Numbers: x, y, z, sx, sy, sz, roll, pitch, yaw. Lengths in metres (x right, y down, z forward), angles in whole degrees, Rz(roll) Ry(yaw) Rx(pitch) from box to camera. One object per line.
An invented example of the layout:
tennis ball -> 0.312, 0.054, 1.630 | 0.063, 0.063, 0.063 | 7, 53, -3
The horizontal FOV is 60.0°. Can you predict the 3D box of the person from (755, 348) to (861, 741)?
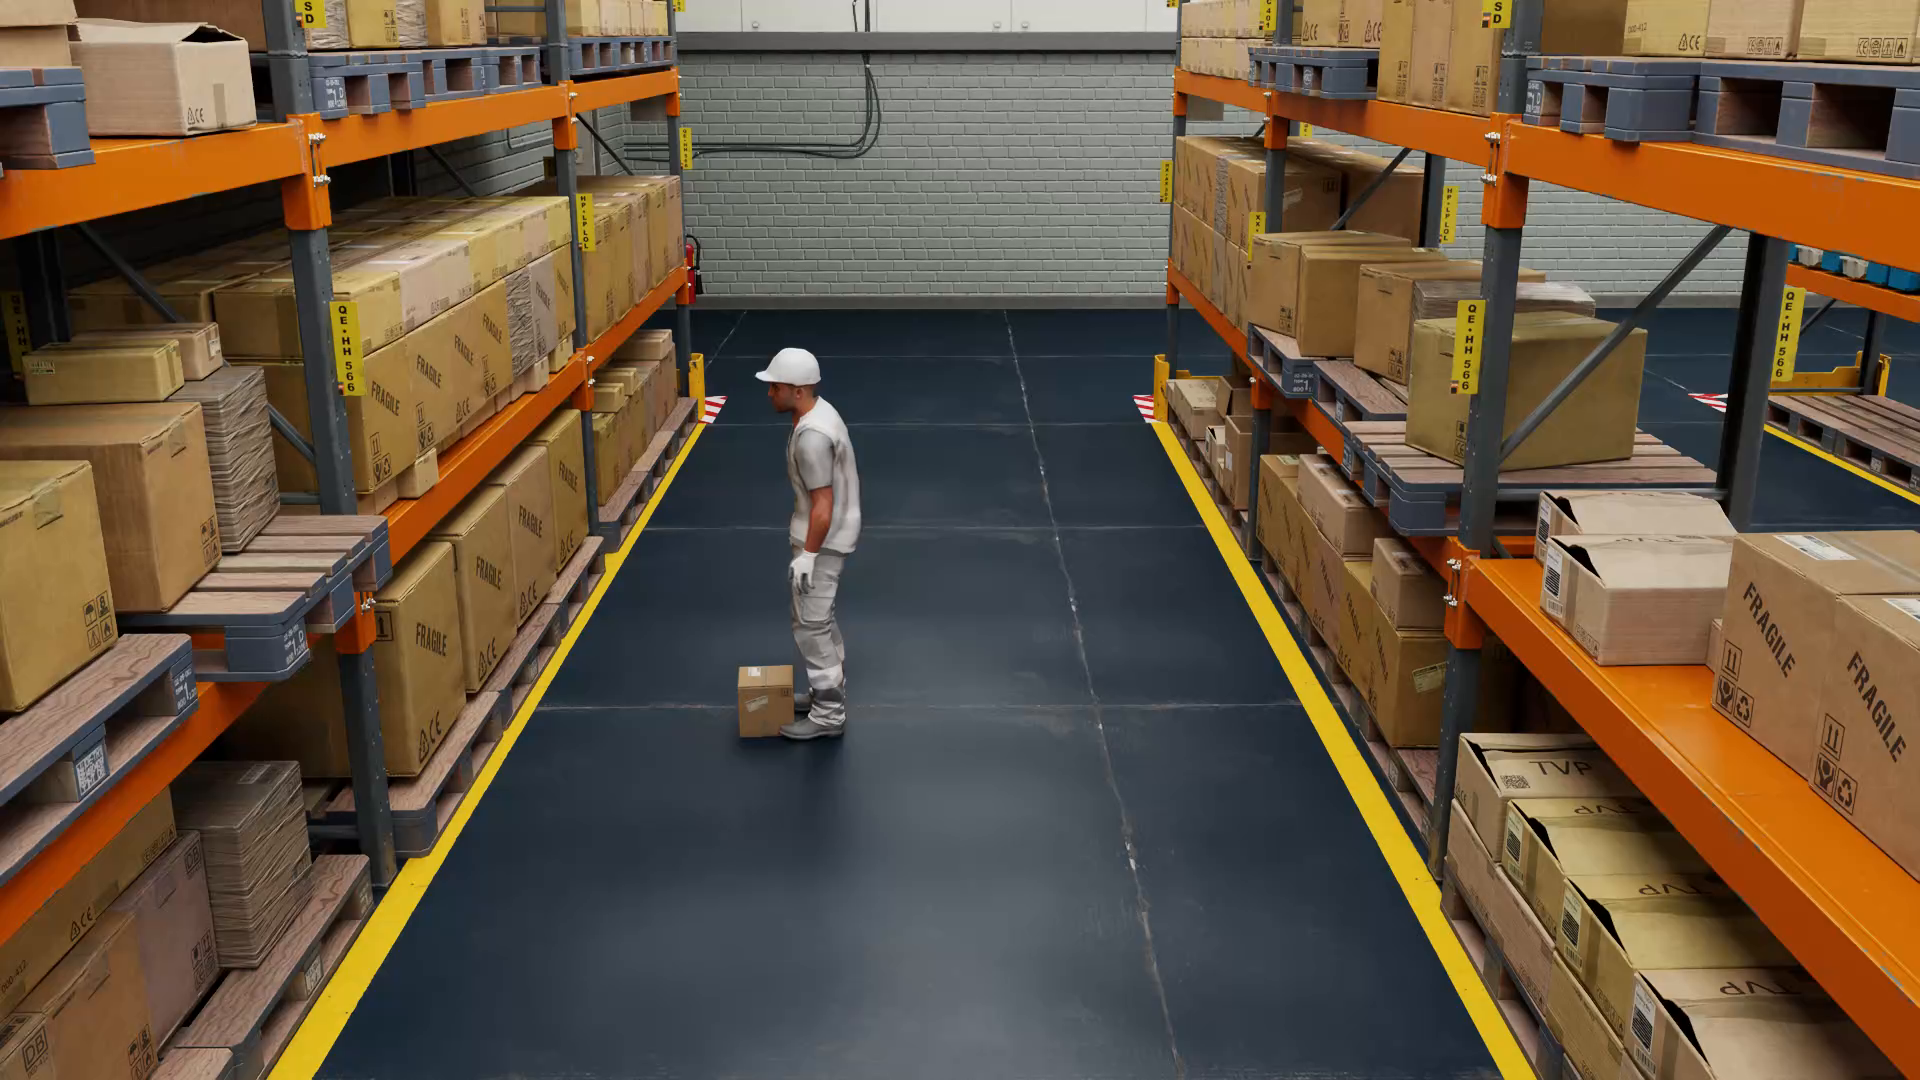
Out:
person -> -0.665, 0.017, 7.458 | 0.445, 1.781, 0.621 | -1, 17, -4
